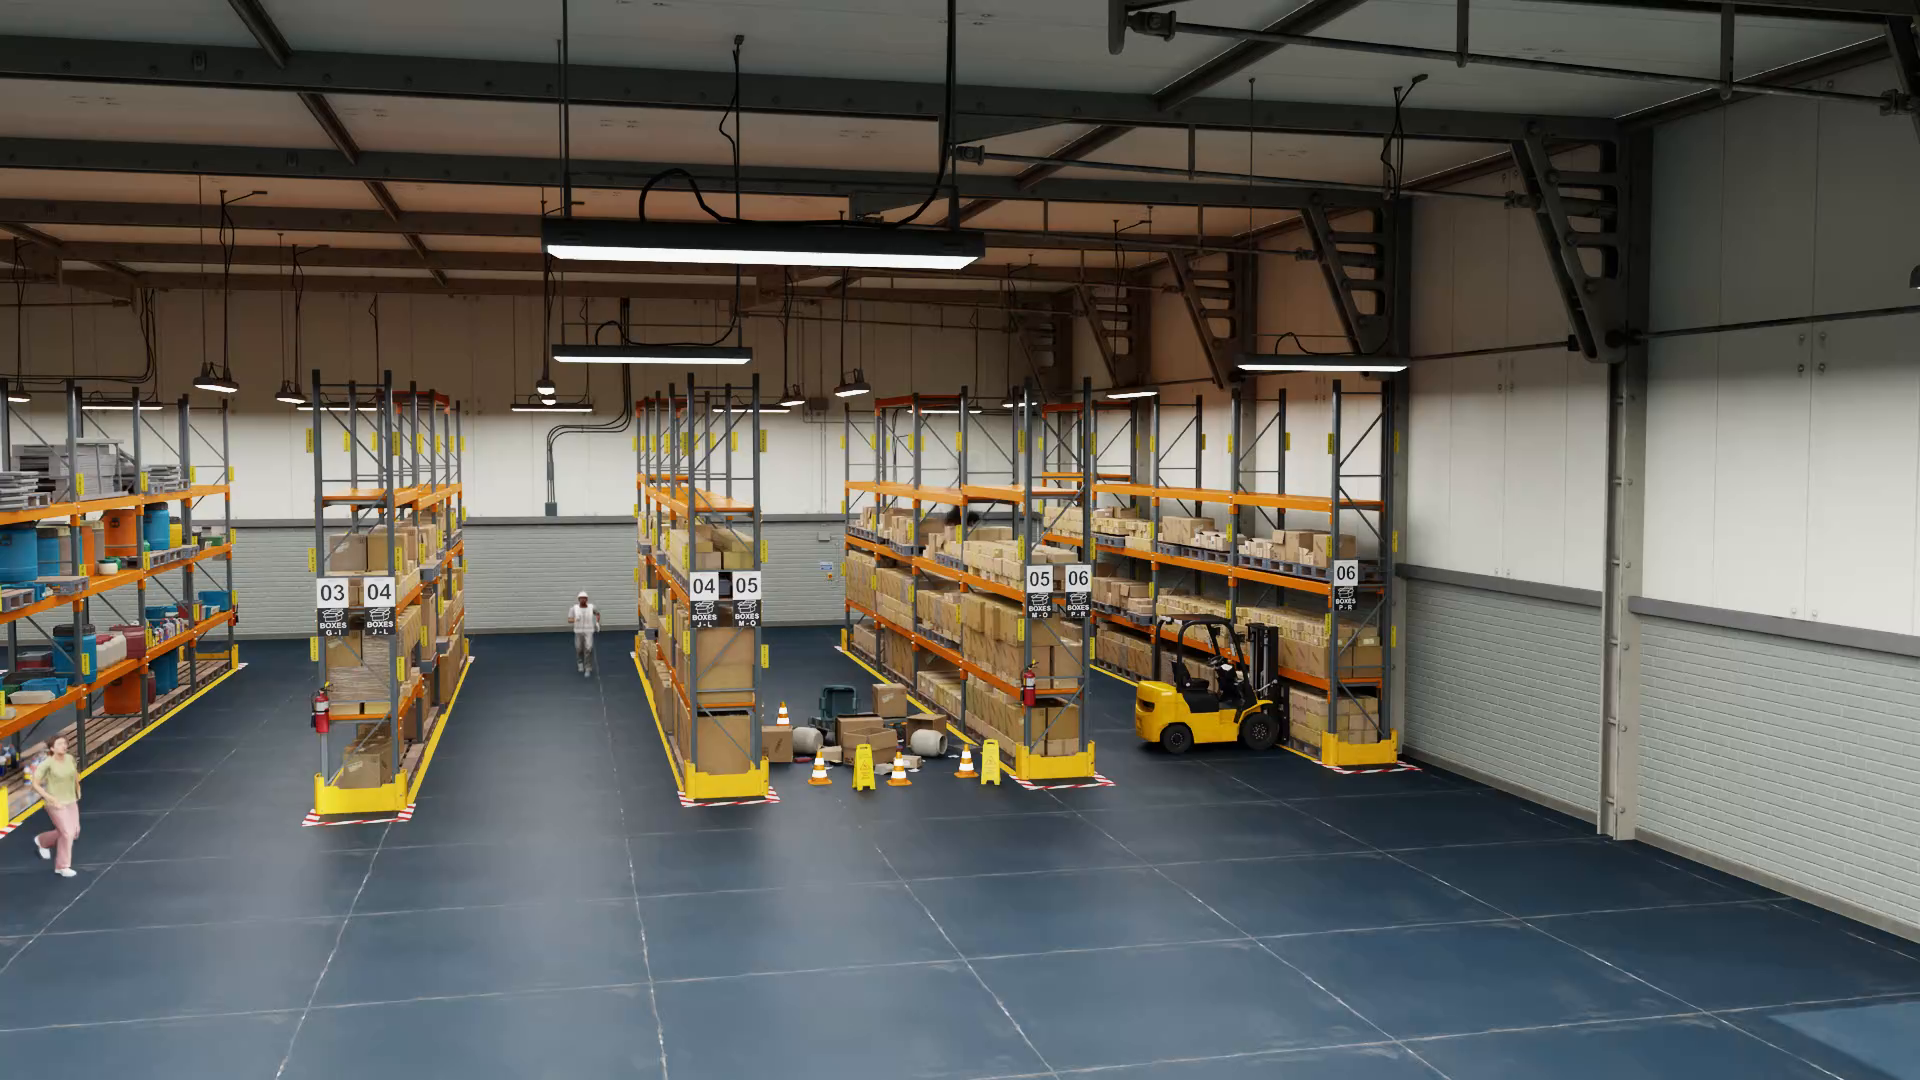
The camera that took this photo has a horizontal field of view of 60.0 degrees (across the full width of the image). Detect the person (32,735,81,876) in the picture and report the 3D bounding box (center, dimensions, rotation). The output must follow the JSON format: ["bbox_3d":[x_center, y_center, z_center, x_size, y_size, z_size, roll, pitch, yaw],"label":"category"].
[{"bbox_3d":[-10.551,3.074,19.368,0.623,1.654,0.594,1,4,22],"label":"person"}]

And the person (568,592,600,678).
[{"bbox_3d":[-8.113,2.016,35.857,0.674,1.801,0.934,-1,3,-10],"label":"person"}]
